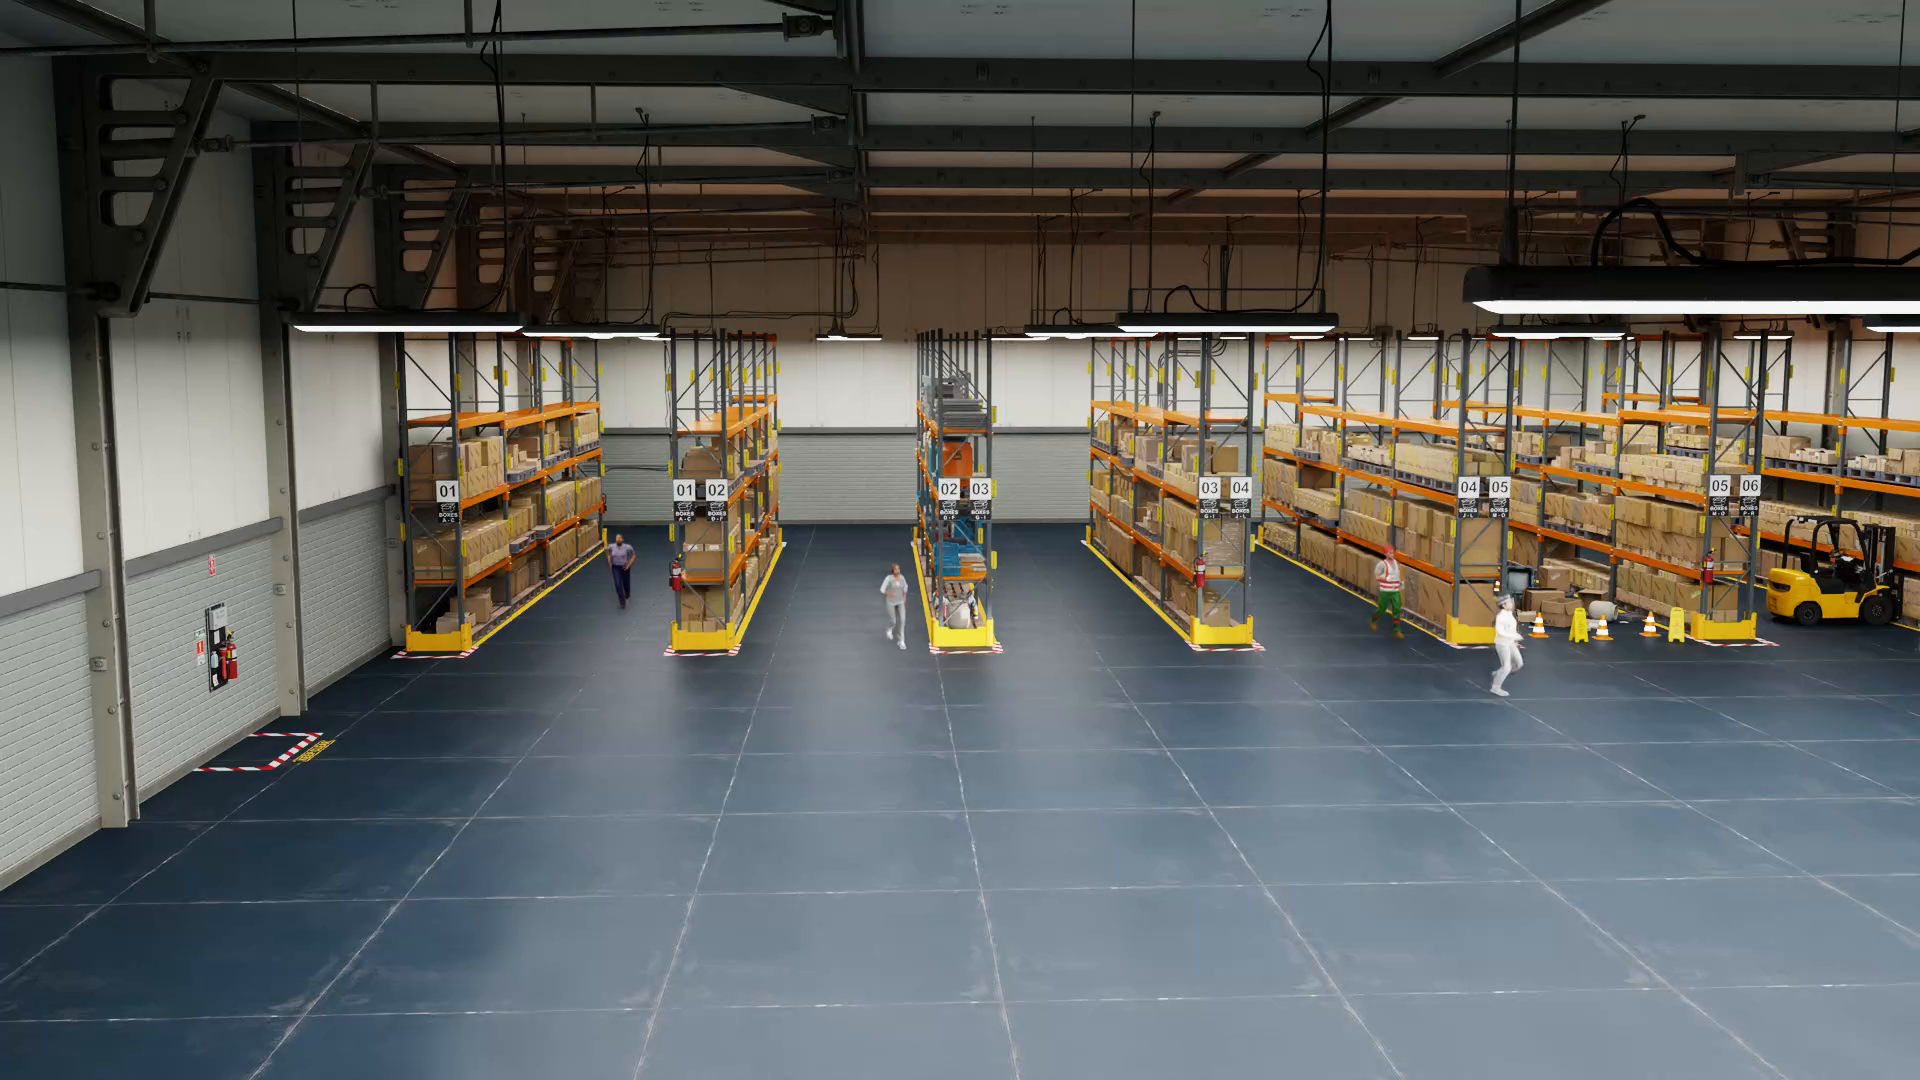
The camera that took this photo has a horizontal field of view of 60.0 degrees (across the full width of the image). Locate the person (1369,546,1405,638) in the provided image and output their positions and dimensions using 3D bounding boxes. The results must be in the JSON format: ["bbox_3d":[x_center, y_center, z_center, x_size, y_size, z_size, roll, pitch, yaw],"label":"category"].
[{"bbox_3d":[8.382,0.989,32.499,0.666,1.763,0.985,-2,7,-18],"label":"person"}]

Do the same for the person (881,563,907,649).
[{"bbox_3d":[-1.239,1.228,31.583,0.576,1.604,0.823,-2,7,-20],"label":"person"}]

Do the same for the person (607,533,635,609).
[{"bbox_3d":[-7.407,0.665,36.348,0.631,1.624,0.789,0,7,-4],"label":"person"}]

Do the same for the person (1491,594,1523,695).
[{"bbox_3d":[8.932,1.709,27.111,0.526,1.661,0.649,5,8,35],"label":"person"}]
